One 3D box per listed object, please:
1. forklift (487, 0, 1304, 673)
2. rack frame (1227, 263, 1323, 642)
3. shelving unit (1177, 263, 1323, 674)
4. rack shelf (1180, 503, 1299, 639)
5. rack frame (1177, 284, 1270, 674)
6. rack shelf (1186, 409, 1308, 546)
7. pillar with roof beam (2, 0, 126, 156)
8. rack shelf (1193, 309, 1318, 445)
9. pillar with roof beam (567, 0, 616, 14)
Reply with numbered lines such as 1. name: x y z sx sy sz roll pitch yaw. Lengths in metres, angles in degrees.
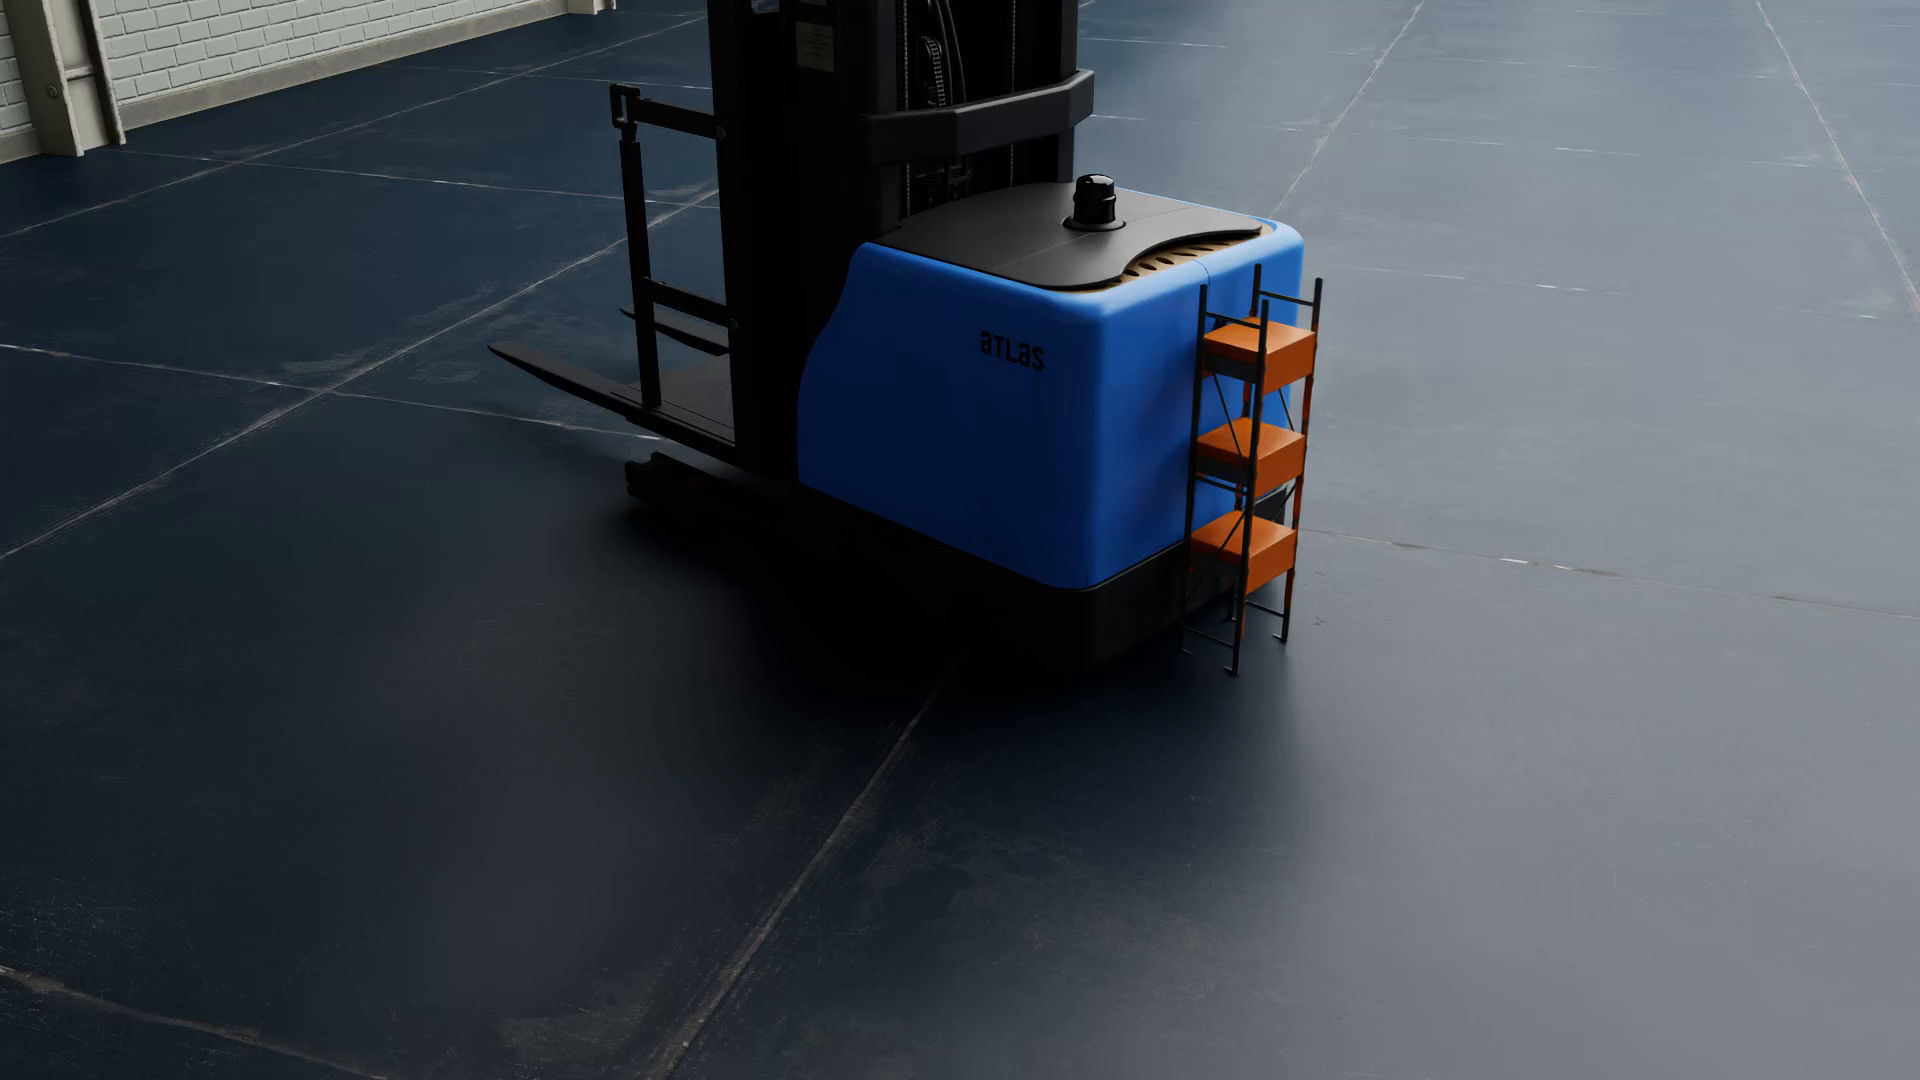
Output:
1. forklift: -0.452 -1.506 4.996 3.031 2.935 1.130 22 34 38
2. rack frame: 0.843 -0.218 4.495 0.200 1.050 0.008 22 33 38
3. shelving unit: 0.760 -0.179 4.414 0.215 1.050 0.252 22 33 38
4. rack shelf: 0.761 0.081 4.540 0.215 0.259 0.240 22 33 38
5. rack frame: 0.678 -0.140 4.333 0.200 1.050 0.008 22 33 38
6. rack shelf: 0.760 -0.169 4.419 0.215 0.259 0.240 22 33 38
7. pillar with roof beam: -1.341 -5.842 6.990 9.100 9.000 0.400 9 27 17
8. rack shelf: 0.760 -0.425 4.295 0.215 0.259 0.240 22 33 38
9. pillar with roof beam: 0.655 -8.308 12.083 9.100 9.000 0.400 9 27 17
